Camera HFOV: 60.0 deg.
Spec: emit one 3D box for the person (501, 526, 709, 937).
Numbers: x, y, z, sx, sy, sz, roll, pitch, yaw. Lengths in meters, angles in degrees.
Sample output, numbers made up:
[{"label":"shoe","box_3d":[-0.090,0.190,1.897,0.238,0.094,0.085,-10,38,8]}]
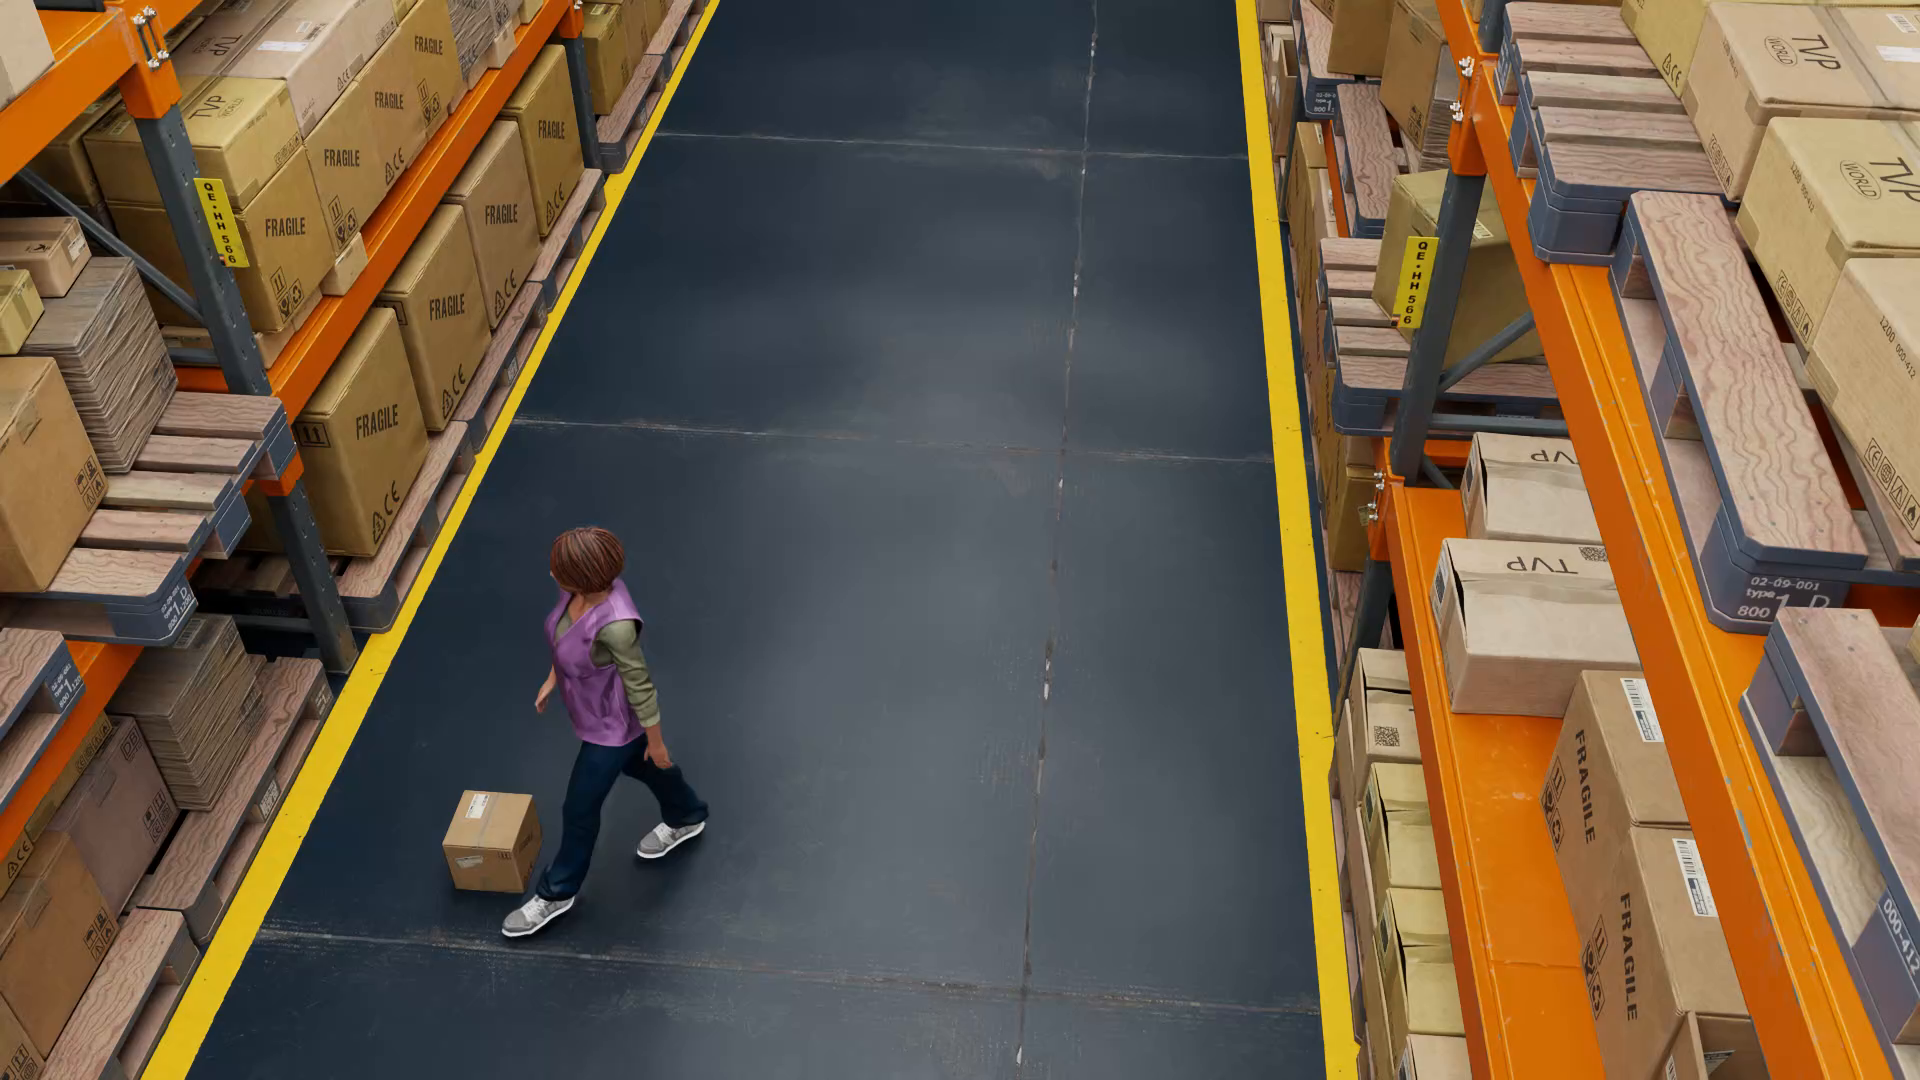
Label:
[{"label":"person","box_3d":[-1.269,0.595,5.472,0.808,1.576,0.461,-16,43,-18]}]
